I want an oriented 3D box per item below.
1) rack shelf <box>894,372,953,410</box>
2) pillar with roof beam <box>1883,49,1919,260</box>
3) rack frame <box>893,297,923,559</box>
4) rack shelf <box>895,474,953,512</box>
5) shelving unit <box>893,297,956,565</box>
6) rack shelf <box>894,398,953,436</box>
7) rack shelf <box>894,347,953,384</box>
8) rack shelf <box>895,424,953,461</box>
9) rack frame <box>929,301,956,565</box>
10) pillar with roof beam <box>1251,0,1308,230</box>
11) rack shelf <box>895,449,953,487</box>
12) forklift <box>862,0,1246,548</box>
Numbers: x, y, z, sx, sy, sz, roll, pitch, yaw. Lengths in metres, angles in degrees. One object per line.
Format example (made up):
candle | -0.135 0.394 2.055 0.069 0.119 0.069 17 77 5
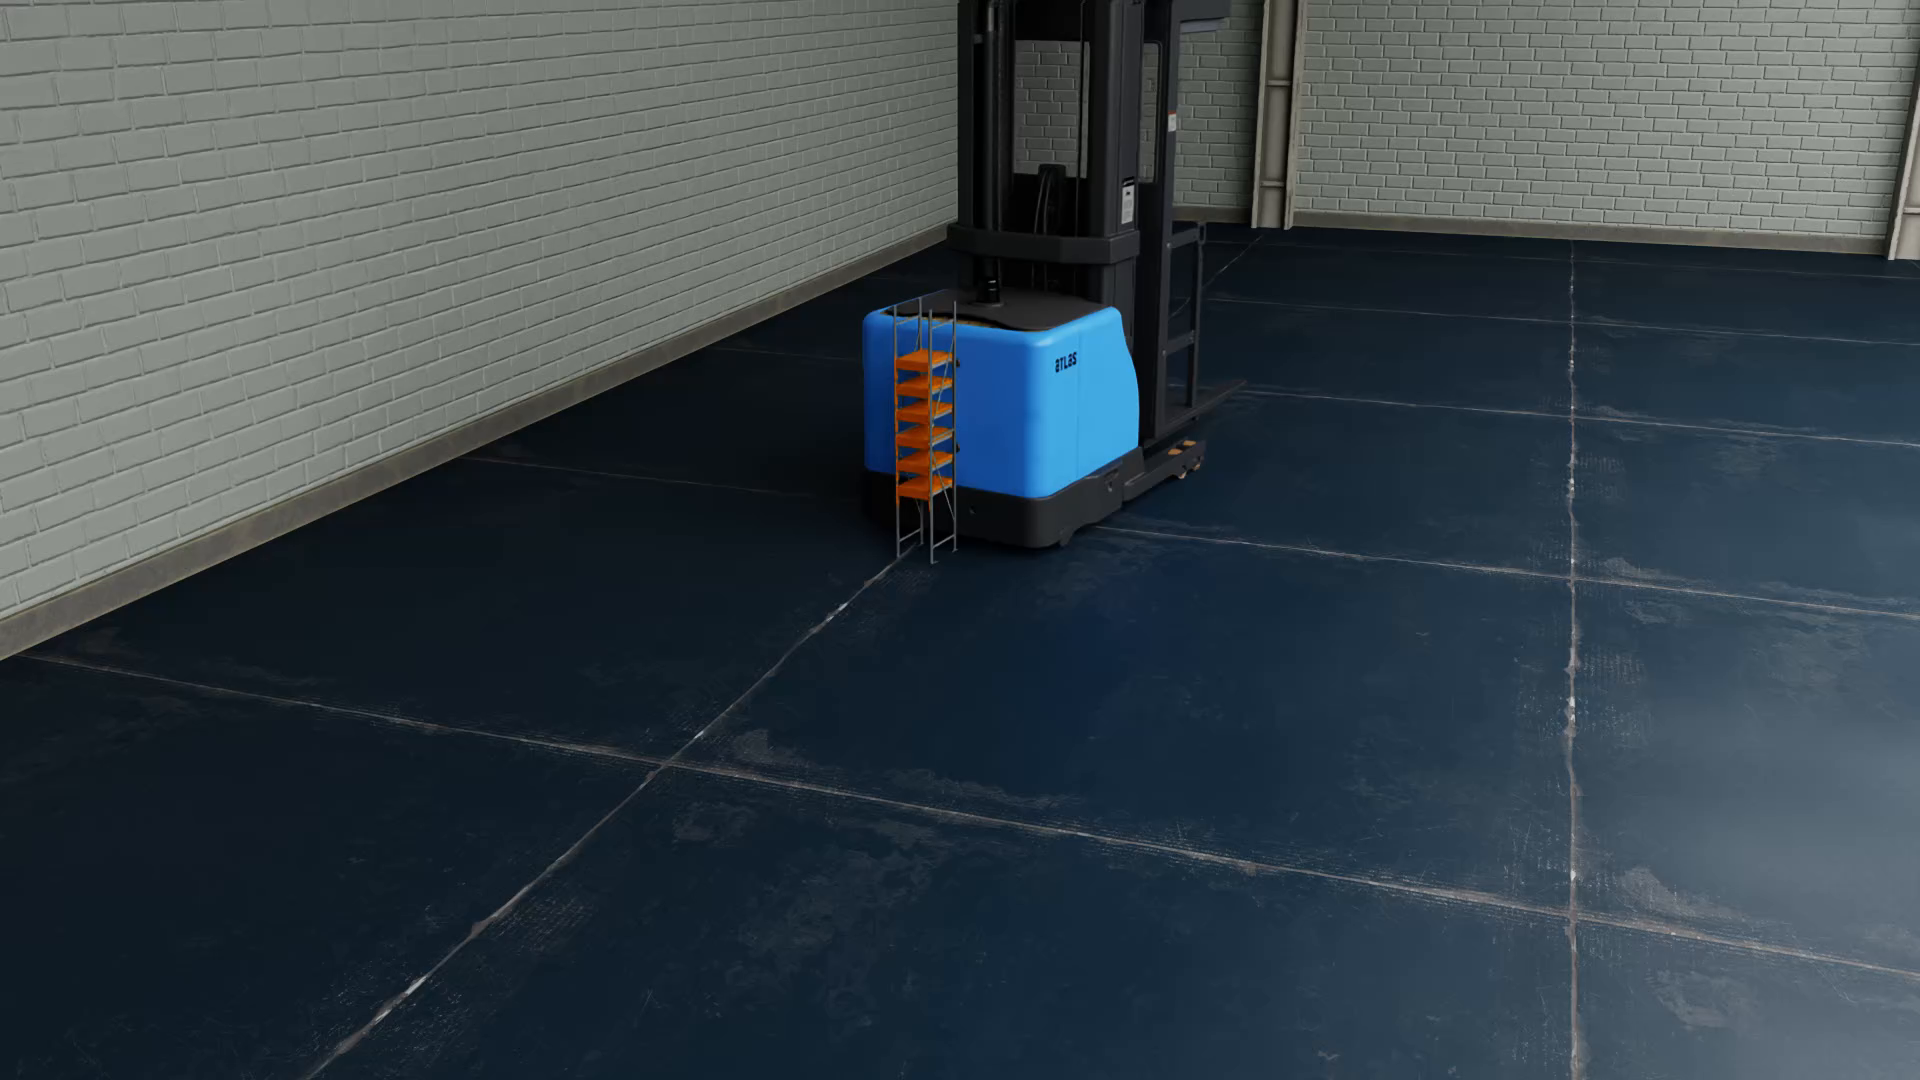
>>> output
rack shelf | -0.158 -0.682 7.615 0.180 0.103 0.258 10 22 27
pillar with roof beam | 7.553 -5.577 10.403 0.400 9.000 9.100 7 20 18
rack frame | -0.238 -0.512 7.722 0.006 1.200 0.240 10 22 27
rack shelf | -0.158 -0.229 7.773 0.180 0.103 0.258 10 22 27
shelving unit | -0.158 -0.497 7.680 0.189 1.200 0.258 10 22 27
rack shelf | -0.158 -0.569 7.655 0.180 0.103 0.258 10 22 27
rack shelf | -0.158 -0.795 7.576 0.180 0.103 0.258 10 22 27
rack shelf | -0.158 -0.455 7.694 0.180 0.103 0.258 10 22 27
rack frame | -0.078 -0.483 7.638 0.006 1.200 0.240 10 22 27
pillar with roof beam | 1.886 -6.225 12.263 0.400 9.000 9.100 7 20 18
rack shelf | -0.158 -0.342 7.734 0.180 0.103 0.258 10 22 27
forklift | 0.701 -1.782 8.735 1.130 2.935 3.031 11 22 29
